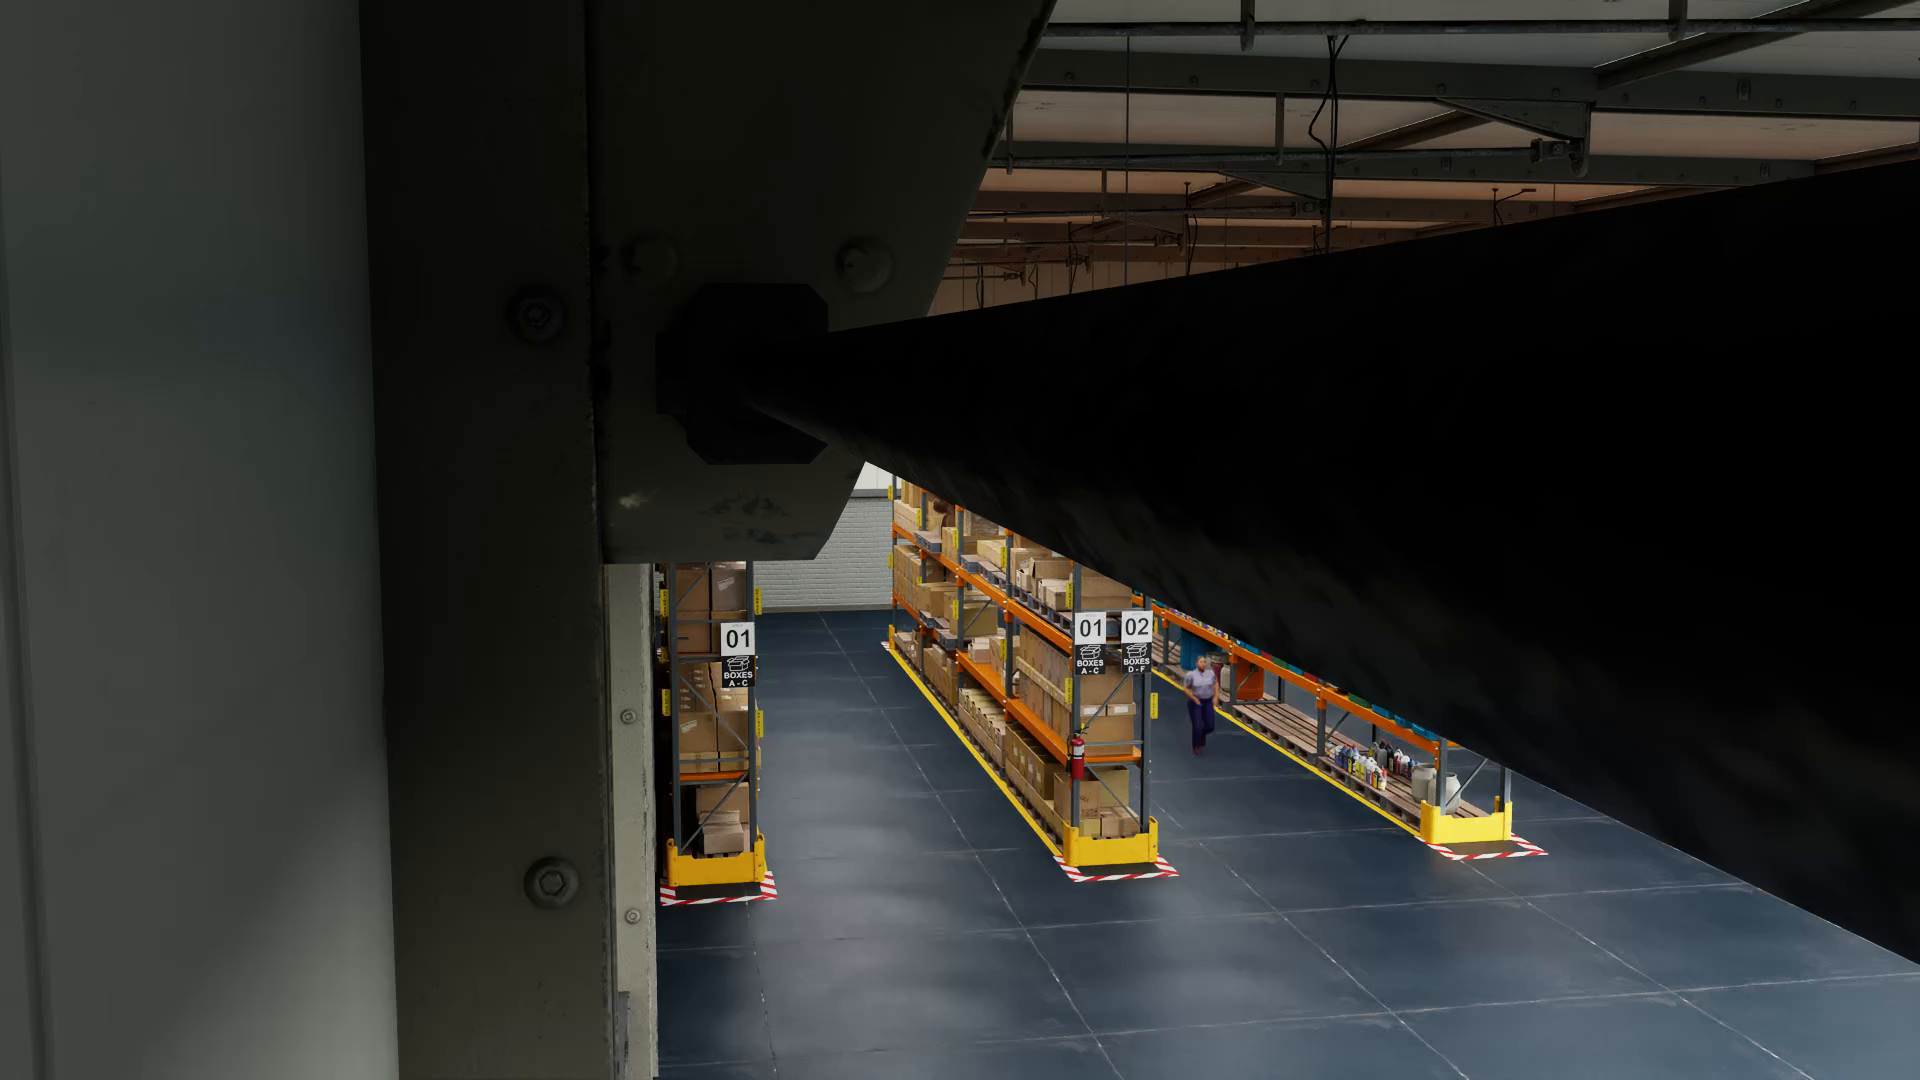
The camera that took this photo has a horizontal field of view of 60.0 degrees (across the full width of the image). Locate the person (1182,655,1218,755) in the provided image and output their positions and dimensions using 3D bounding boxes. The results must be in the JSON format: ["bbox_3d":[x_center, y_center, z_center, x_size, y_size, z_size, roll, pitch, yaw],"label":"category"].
[{"bbox_3d":[3.885,2.660,26.775,0.619,1.586,0.548,-1,6,-12],"label":"person"}]

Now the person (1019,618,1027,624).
[{"bbox_3d":[1.490,1.911,34.236,0.542,1.475,0.488,-2,7,-20],"label":"person"}]
